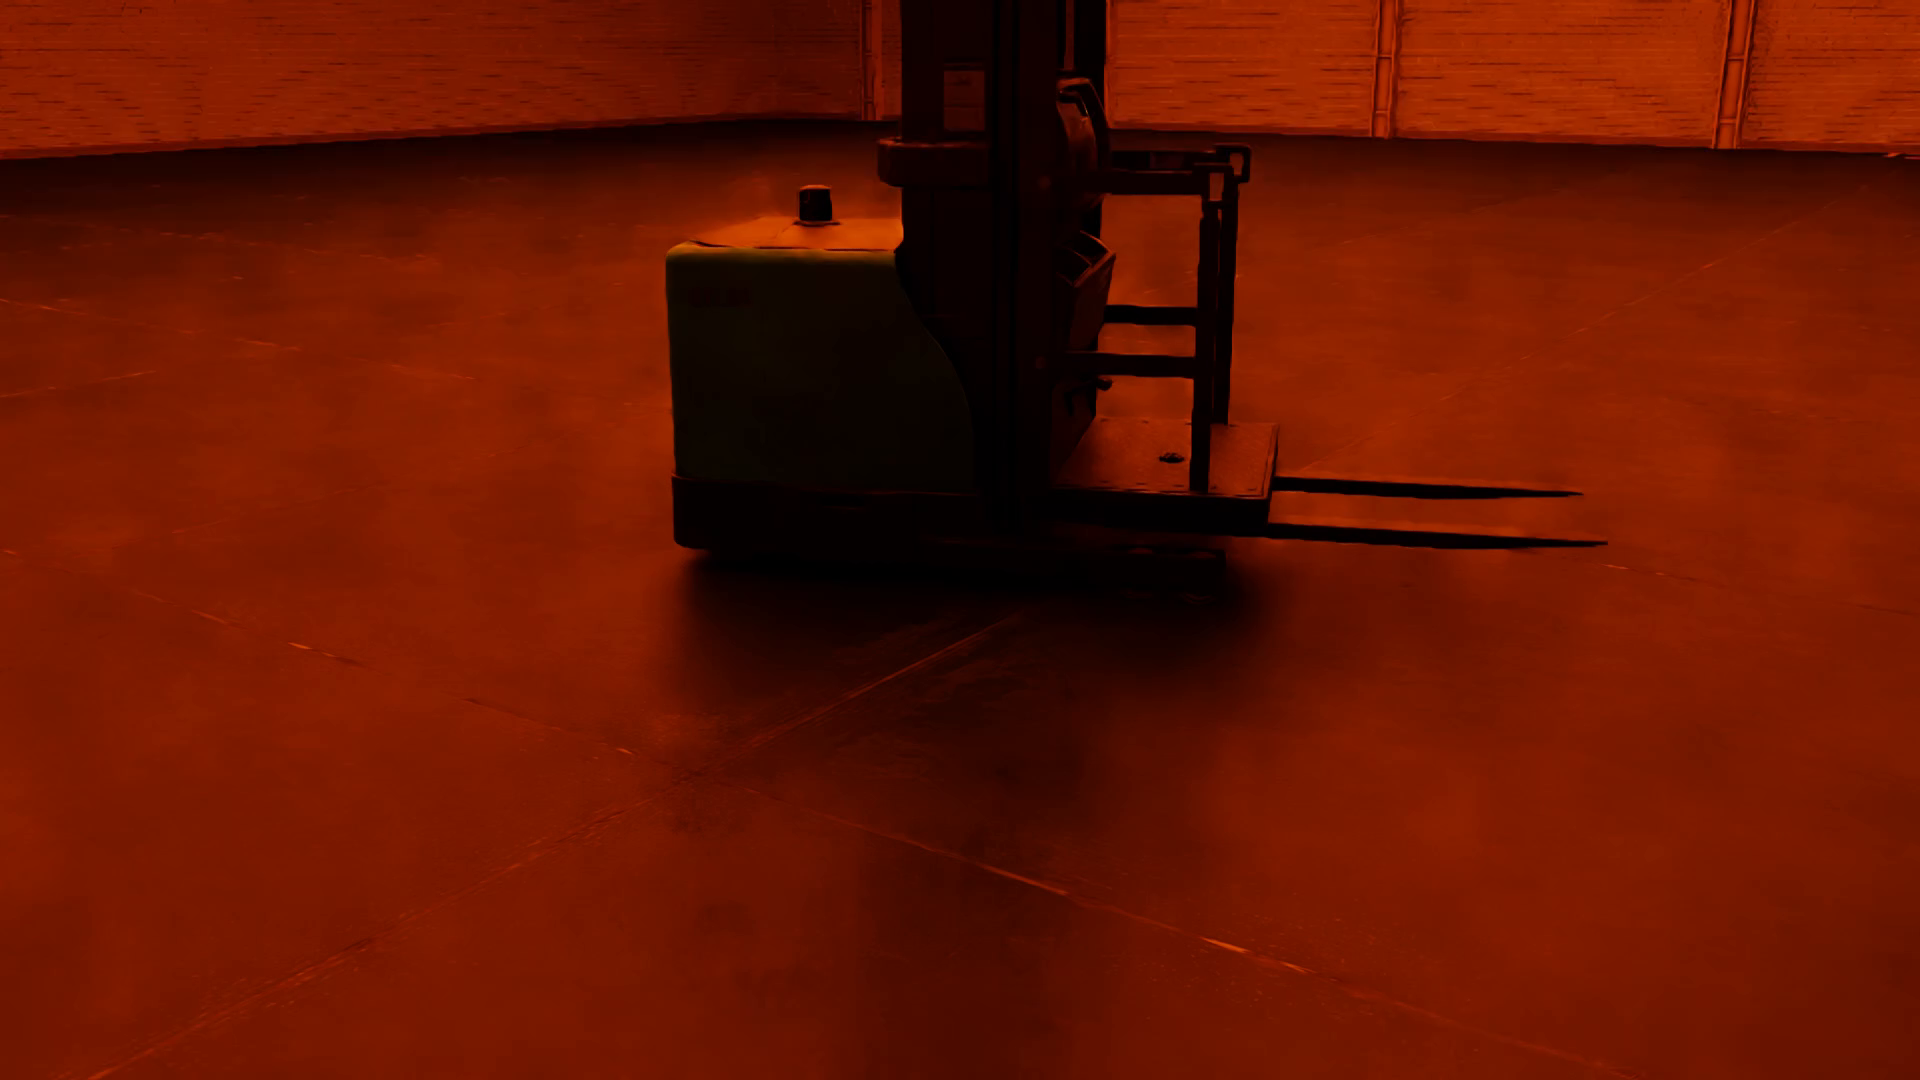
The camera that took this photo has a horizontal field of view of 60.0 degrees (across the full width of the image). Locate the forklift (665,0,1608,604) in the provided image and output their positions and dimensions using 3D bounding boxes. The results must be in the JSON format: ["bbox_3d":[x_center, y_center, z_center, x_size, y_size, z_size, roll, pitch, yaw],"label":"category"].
[{"bbox_3d":[0.595,-1.367,5.404,3.031,2.935,1.130,4,17,12],"label":"forklift"}]
